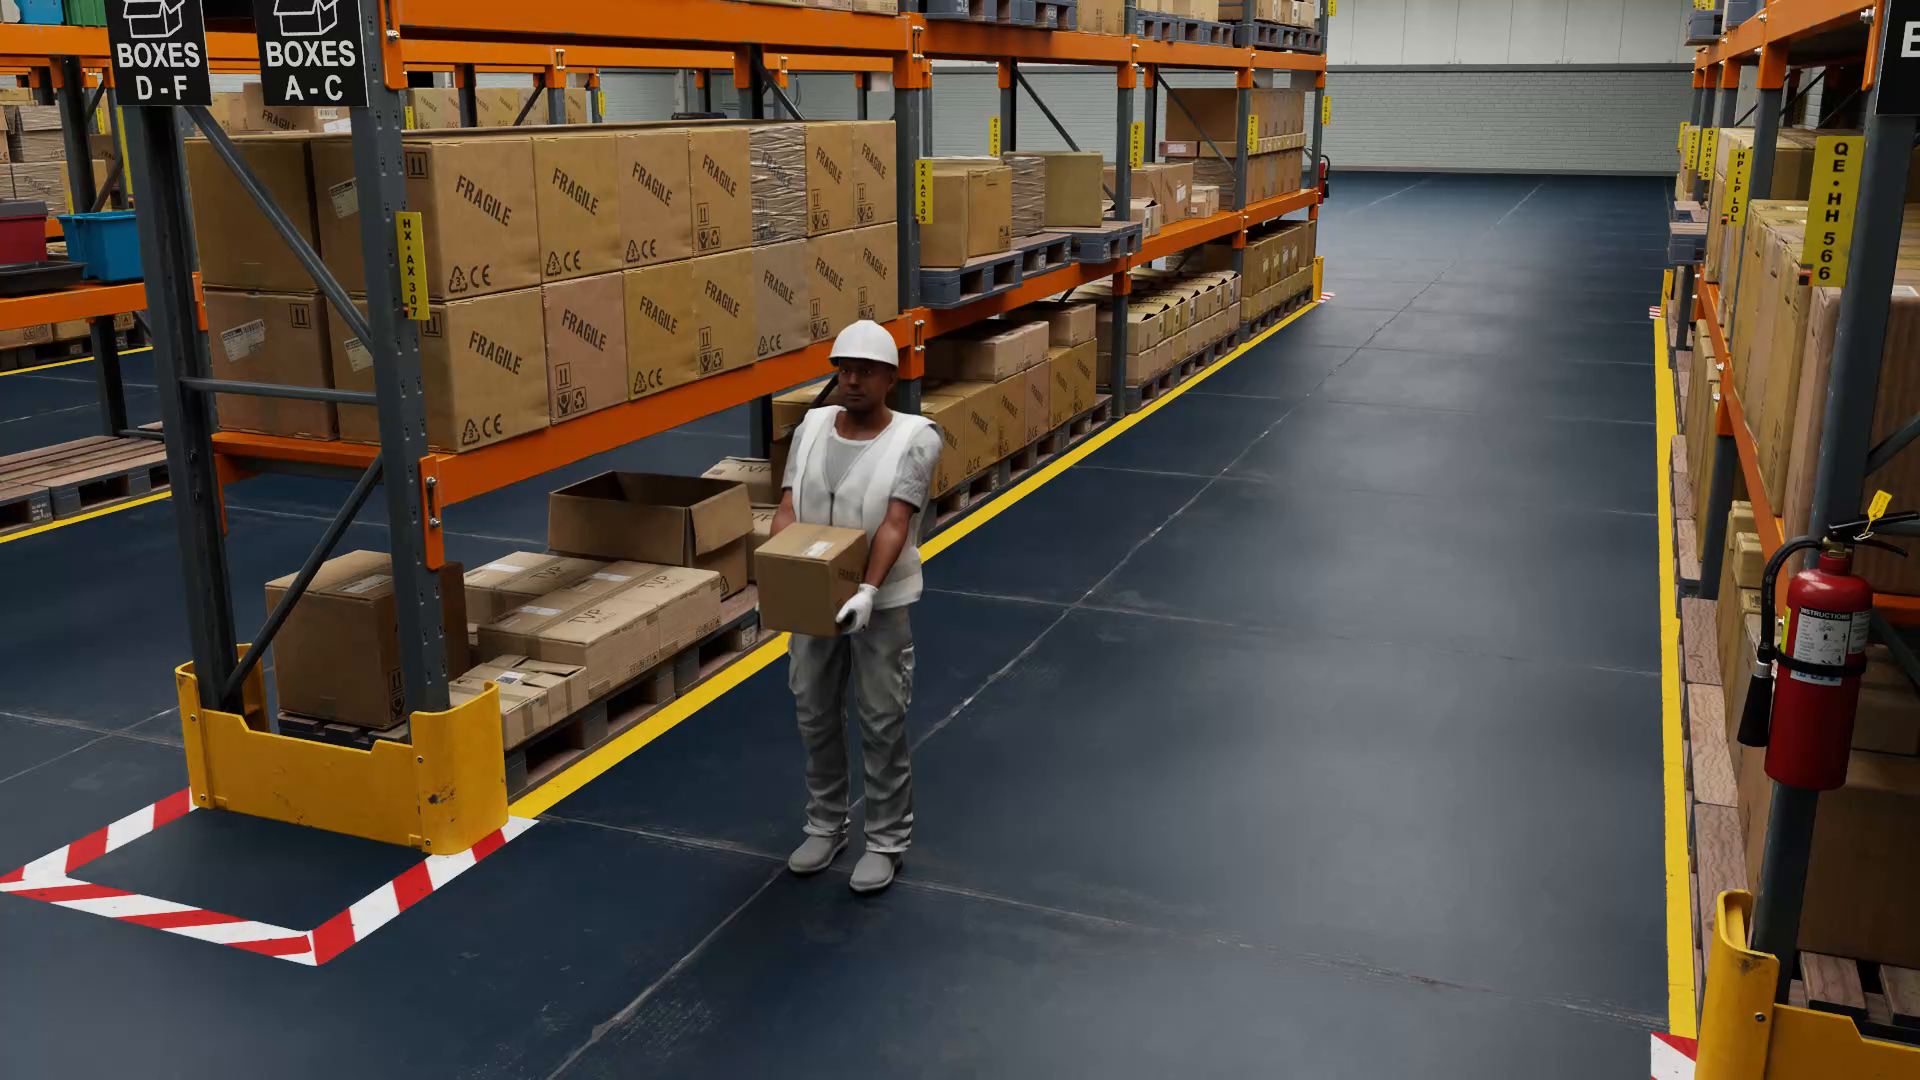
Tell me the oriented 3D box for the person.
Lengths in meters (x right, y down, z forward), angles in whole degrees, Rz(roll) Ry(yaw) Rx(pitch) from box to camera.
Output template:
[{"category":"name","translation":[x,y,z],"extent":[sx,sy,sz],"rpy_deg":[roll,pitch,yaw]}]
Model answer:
[{"category":"person","translation":[-0.355,0.225,5.163],"extent":[0.488,1.779,0.580],"rpy_deg":[6,16,22]}]
